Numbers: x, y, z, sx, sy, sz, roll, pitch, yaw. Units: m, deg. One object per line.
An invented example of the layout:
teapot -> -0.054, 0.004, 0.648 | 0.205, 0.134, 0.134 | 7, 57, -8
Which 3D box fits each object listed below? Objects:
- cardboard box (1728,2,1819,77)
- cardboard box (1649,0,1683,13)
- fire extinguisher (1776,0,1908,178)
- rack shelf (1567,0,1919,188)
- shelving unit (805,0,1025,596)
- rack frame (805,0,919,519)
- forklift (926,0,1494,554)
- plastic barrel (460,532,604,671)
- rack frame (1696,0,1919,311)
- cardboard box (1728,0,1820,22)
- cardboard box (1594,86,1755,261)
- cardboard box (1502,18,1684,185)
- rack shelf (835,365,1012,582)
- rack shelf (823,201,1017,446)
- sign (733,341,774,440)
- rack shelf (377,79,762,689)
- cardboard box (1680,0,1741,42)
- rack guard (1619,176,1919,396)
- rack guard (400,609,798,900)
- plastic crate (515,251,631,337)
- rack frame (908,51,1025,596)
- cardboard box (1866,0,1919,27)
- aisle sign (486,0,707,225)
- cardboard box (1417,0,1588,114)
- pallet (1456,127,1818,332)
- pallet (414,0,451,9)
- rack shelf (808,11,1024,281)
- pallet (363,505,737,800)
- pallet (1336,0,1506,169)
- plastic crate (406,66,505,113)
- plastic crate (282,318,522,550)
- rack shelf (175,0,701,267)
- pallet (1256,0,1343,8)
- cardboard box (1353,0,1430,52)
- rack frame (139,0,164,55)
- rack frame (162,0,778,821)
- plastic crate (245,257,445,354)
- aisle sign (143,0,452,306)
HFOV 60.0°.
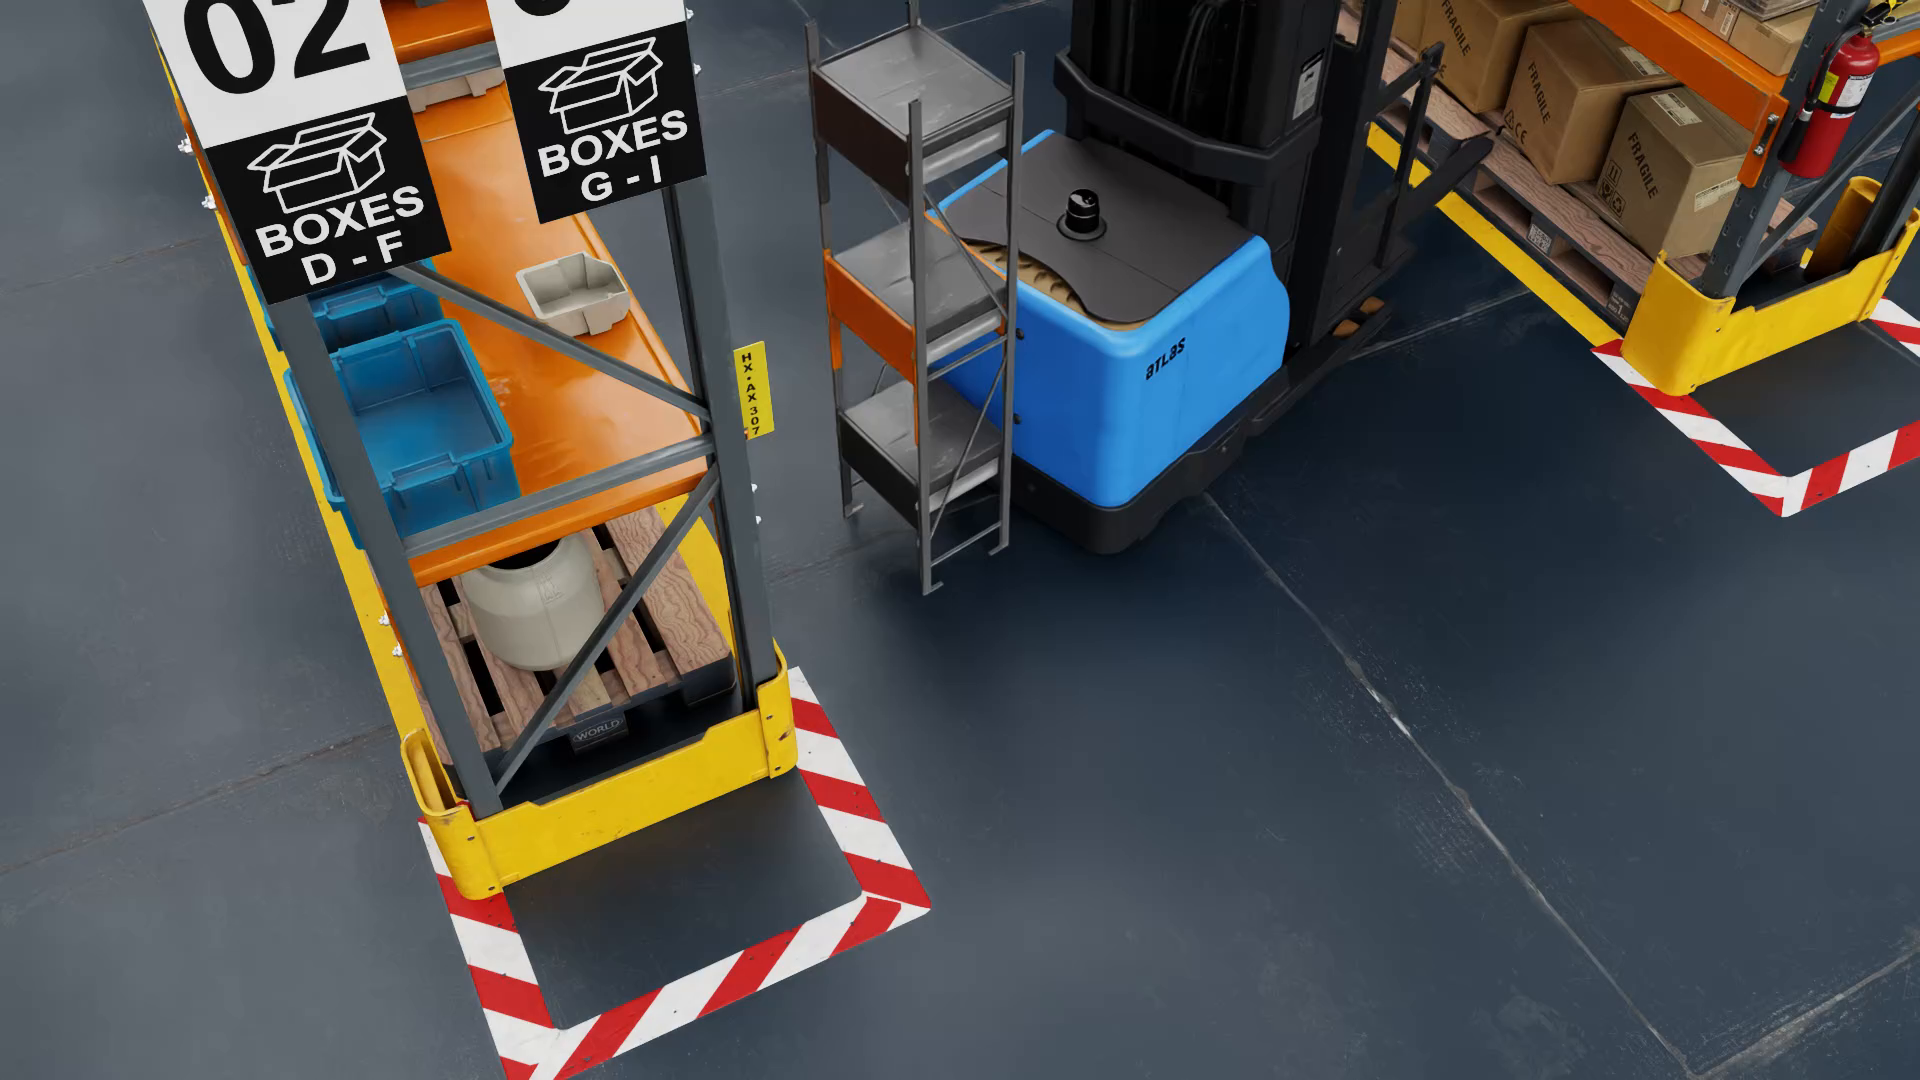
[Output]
cardboard box -> 3.046, -1.856, 6.048 | 0.380, 0.149, 0.250 | -21, 52, -18
cardboard box -> 2.772, -2.174, 6.325 | 0.380, 0.149, 0.250 | -21, 52, -18
fire extinguisher -> 3.002, -1.559, 5.672 | 0.296, 0.674, 0.183 | -21, 52, -18
rack shelf -> 2.445, -2.921, 7.290 | 1.077, 0.370, 4.000 | -21, 52, -18
shelving unit -> -0.131, -0.726, 5.490 | 0.431, 2.100, 0.503 | -31, 56, -24
rack frame -> -0.283, -0.870, 5.616 | 0.400, 2.100, 0.015 | -31, 56, -24
forklift -> 1.164, -1.943, 6.003 | 1.130, 2.935, 3.031 | 34, 57, 26
plastic barrel -> -1.413, 0.153, 5.497 | 0.421, 0.512, 0.421 | 0, 49, 0
rack frame -> 3.360, -1.819, 5.849 | 1.000, 3.000, 0.127 | -21, 52, -18
cardboard box -> 3.133, -2.328, 6.029 | 0.875, 0.500, 0.500 | -21, 52, -18
cardboard box -> 3.089, -1.559, 7.002 | 0.500, 0.500, 0.500 | -13, 50, -11
cardboard box -> 2.785, -1.947, 7.342 | 0.500, 0.500, 0.500 | -9, 49, -8
rack shelf -> -0.131, -0.256, 6.027 | 0.431, 0.518, 0.480 | -31, 56, -24
rack shelf -> -0.131, -0.717, 5.501 | 0.431, 0.518, 0.480 | -31, 56, -24
sign -> -0.553, -0.391, 4.415 | 0.100, 0.325, 0.005 | -21, 52, -18
rack shelf -> -1.959, -1.215, 5.798 | 1.077, 0.370, 4.000 | -21, 52, -18
cardboard box -> 2.932, -2.024, 6.194 | 0.380, 0.149, 0.250 | -21, 52, -18
rack guard -> 3.325, -1.047, 6.834 | 1.175, 0.500, 0.348 | -21, 52, -18
rack guard -> -1.121, 0.675, 5.328 | 1.175, 0.500, 0.348 | -21, 52, -18
plastic crate -> -1.168, -0.736, 5.077 | 0.298, 0.136, 0.250 | -21, 52, -18
rack frame -> 0.021, -0.583, 5.365 | 0.400, 2.100, 0.015 | -31, 56, -24
cardboard box -> 3.441, -2.010, 6.182 | 0.380, 0.149, 0.250 | -21, 52, -18
aisle sign -> -0.751, -1.022, 3.424 | 0.394, 0.787, 0.004 | -21, 52, -18
cardboard box -> 2.515, -2.372, 7.714 | 0.500, 0.500, 0.500 | -17, 51, -14
pallet -> 2.985, -1.508, 7.429 | 1.003, 0.211, 1.213 | -21, 52, -18
pallet -> -1.336, -1.626, 3.812 | 1.003, 0.211, 1.213 | -21, 52, -18
rack shelf -> -0.131, -1.178, 4.974 | 0.431, 0.518, 0.480 | -31, 56, -24
pallet -> -1.488, 0.224, 5.914 | 1.003, 0.211, 1.213 | -21, 52, -18
pallet -> 2.430, -2.324, 8.142 | 1.003, 0.211, 1.213 | -21, 52, -18
plastic crate -> -1.906, -1.704, 5.923 | 0.530, 0.136, 0.437 | -21, 52, -18
plastic crate -> -1.539, -0.296, 4.615 | 0.499, 0.251, 0.616 | -21, 52, -18
rack shelf -> -1.959, -2.203, 4.669 | 1.077, 0.370, 4.000 | -21, 52, -18
pallet -> 1.868, -3.141, 8.857 | 1.003, 0.211, 1.213 | -21, 52, -18
cardboard box -> 2.300, -2.761, 8.054 | 0.500, 0.500, 0.500 | -26, 54, -21
rack frame -> -1.044, -2.089, 2.098 | 1.000, 3.000, 0.127 | -21, 52, -18
rack frame -> -1.044, -0.113, 4.356 | 1.000, 3.000, 0.127 | -21, 52, -18
plastic crate -> -1.831, -0.733, 4.997 | 0.499, 0.251, 0.408 | -21, 52, -18
aisle sign -> -1.275, -0.819, 3.246 | 0.394, 0.787, 0.004 | -21, 52, -18
